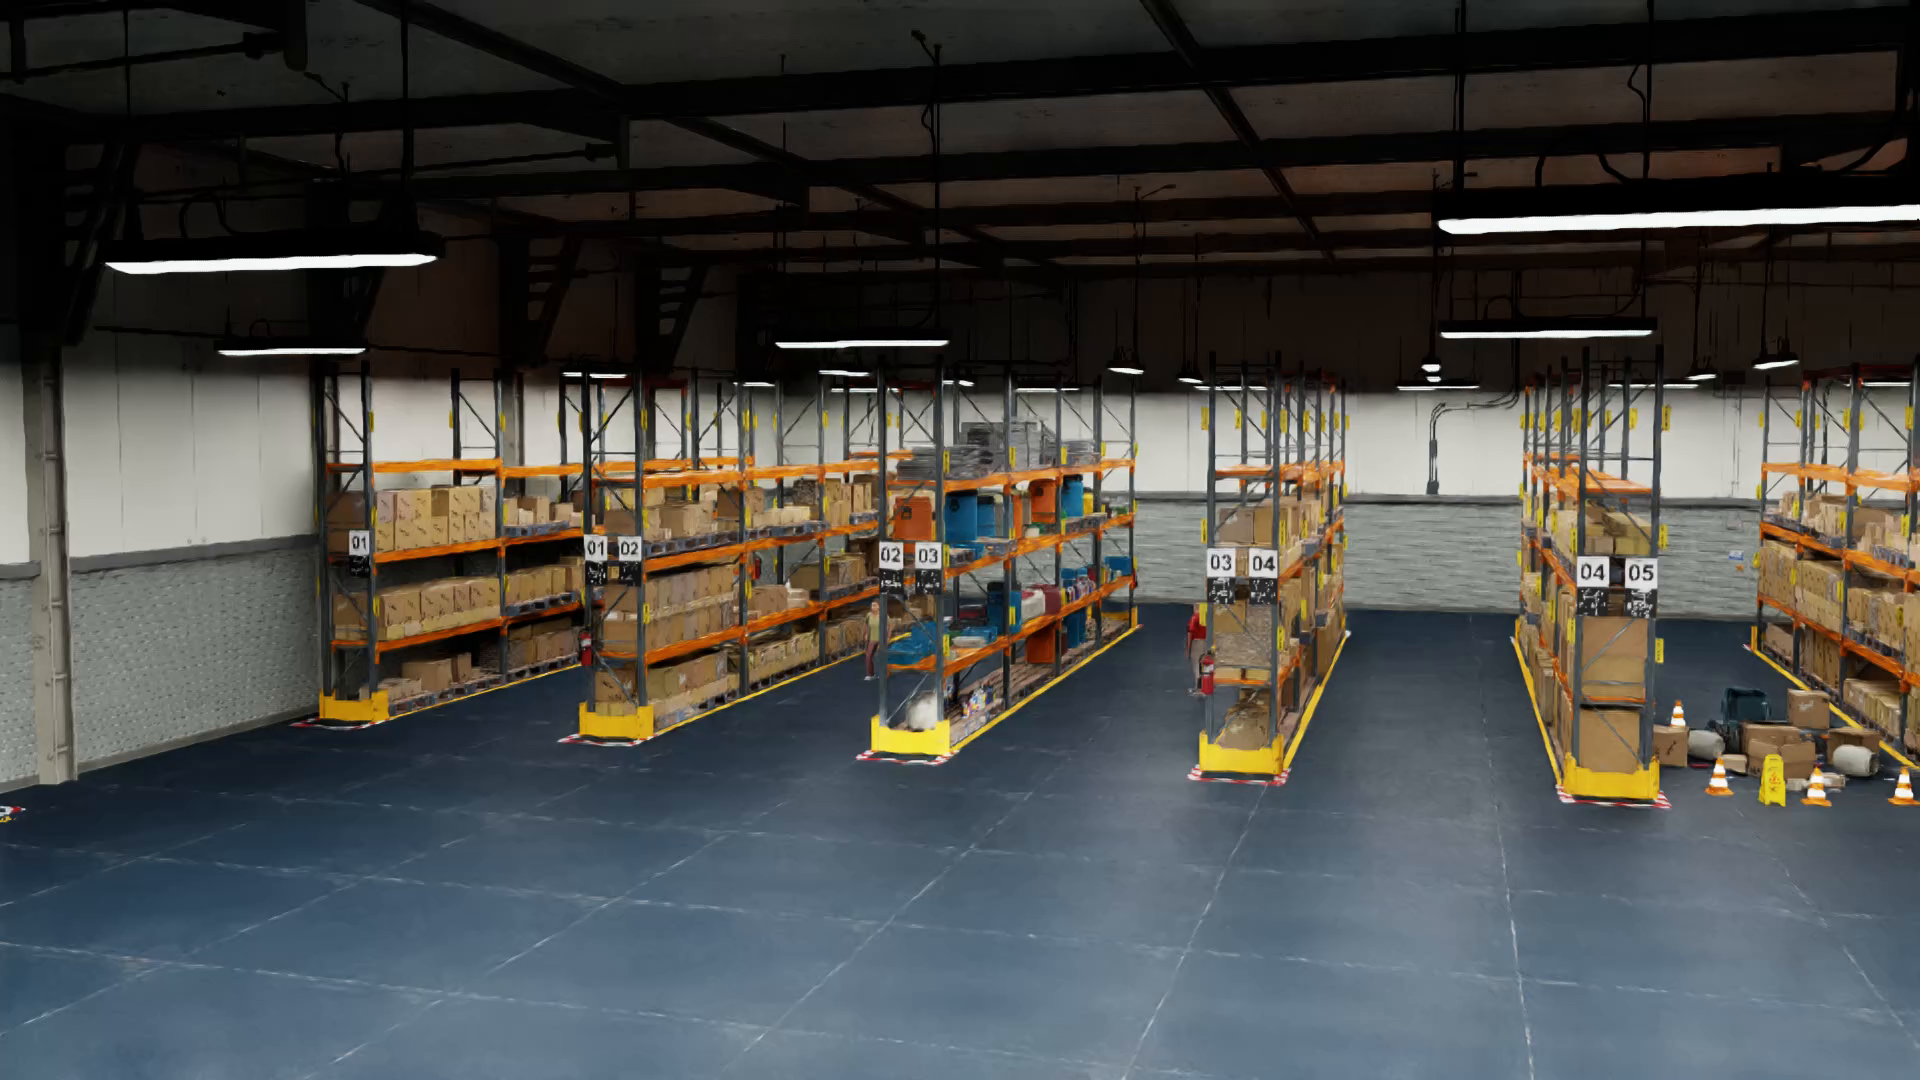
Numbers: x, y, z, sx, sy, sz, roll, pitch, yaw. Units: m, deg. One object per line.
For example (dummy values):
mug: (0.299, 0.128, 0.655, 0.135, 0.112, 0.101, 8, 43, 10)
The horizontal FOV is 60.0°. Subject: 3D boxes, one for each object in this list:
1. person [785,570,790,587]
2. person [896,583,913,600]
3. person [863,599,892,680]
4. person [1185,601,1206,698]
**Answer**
person: (-3.772, 1.438, 37.964, 0.577, 1.687, 1.121, 1, 4, 18)
person: (-1.464, 0.887, 45.079, 0.495, 1.789, 0.644, 4, 6, 44)
person: (-1.585, 1.921, 31.922, 0.598, 1.619, 0.507, 1, 4, 15)
person: (4.309, 1.968, 30.233, 0.655, 1.721, 0.580, -4, 6, -44)
